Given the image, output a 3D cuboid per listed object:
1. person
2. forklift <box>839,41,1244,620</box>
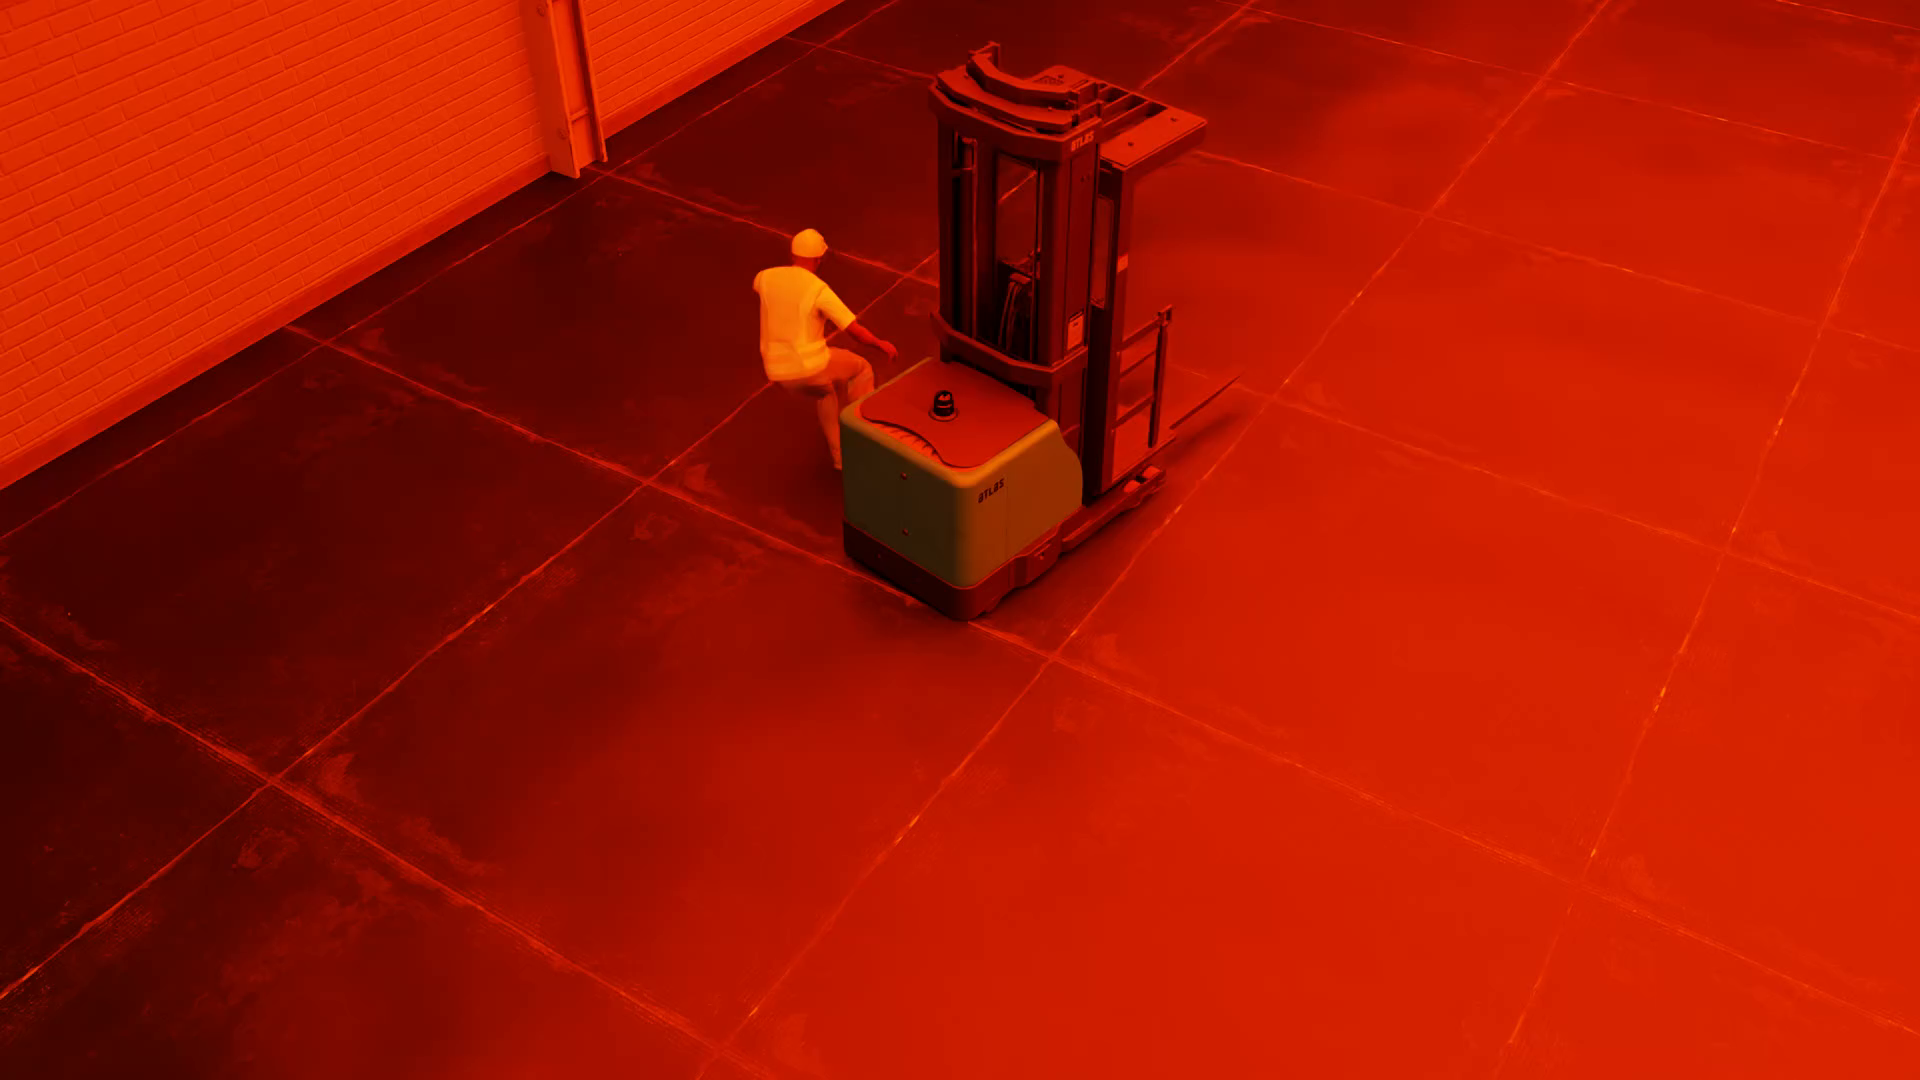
[{"bbox_3d":[-0.824,-1.258,10.552,1.089,1.517,0.929,11,42,13],"label":"person"},{"bbox_3d":[0.658,-1.525,9.767,1.130,2.935,3.031,30,49,31],"label":"forklift"}]
